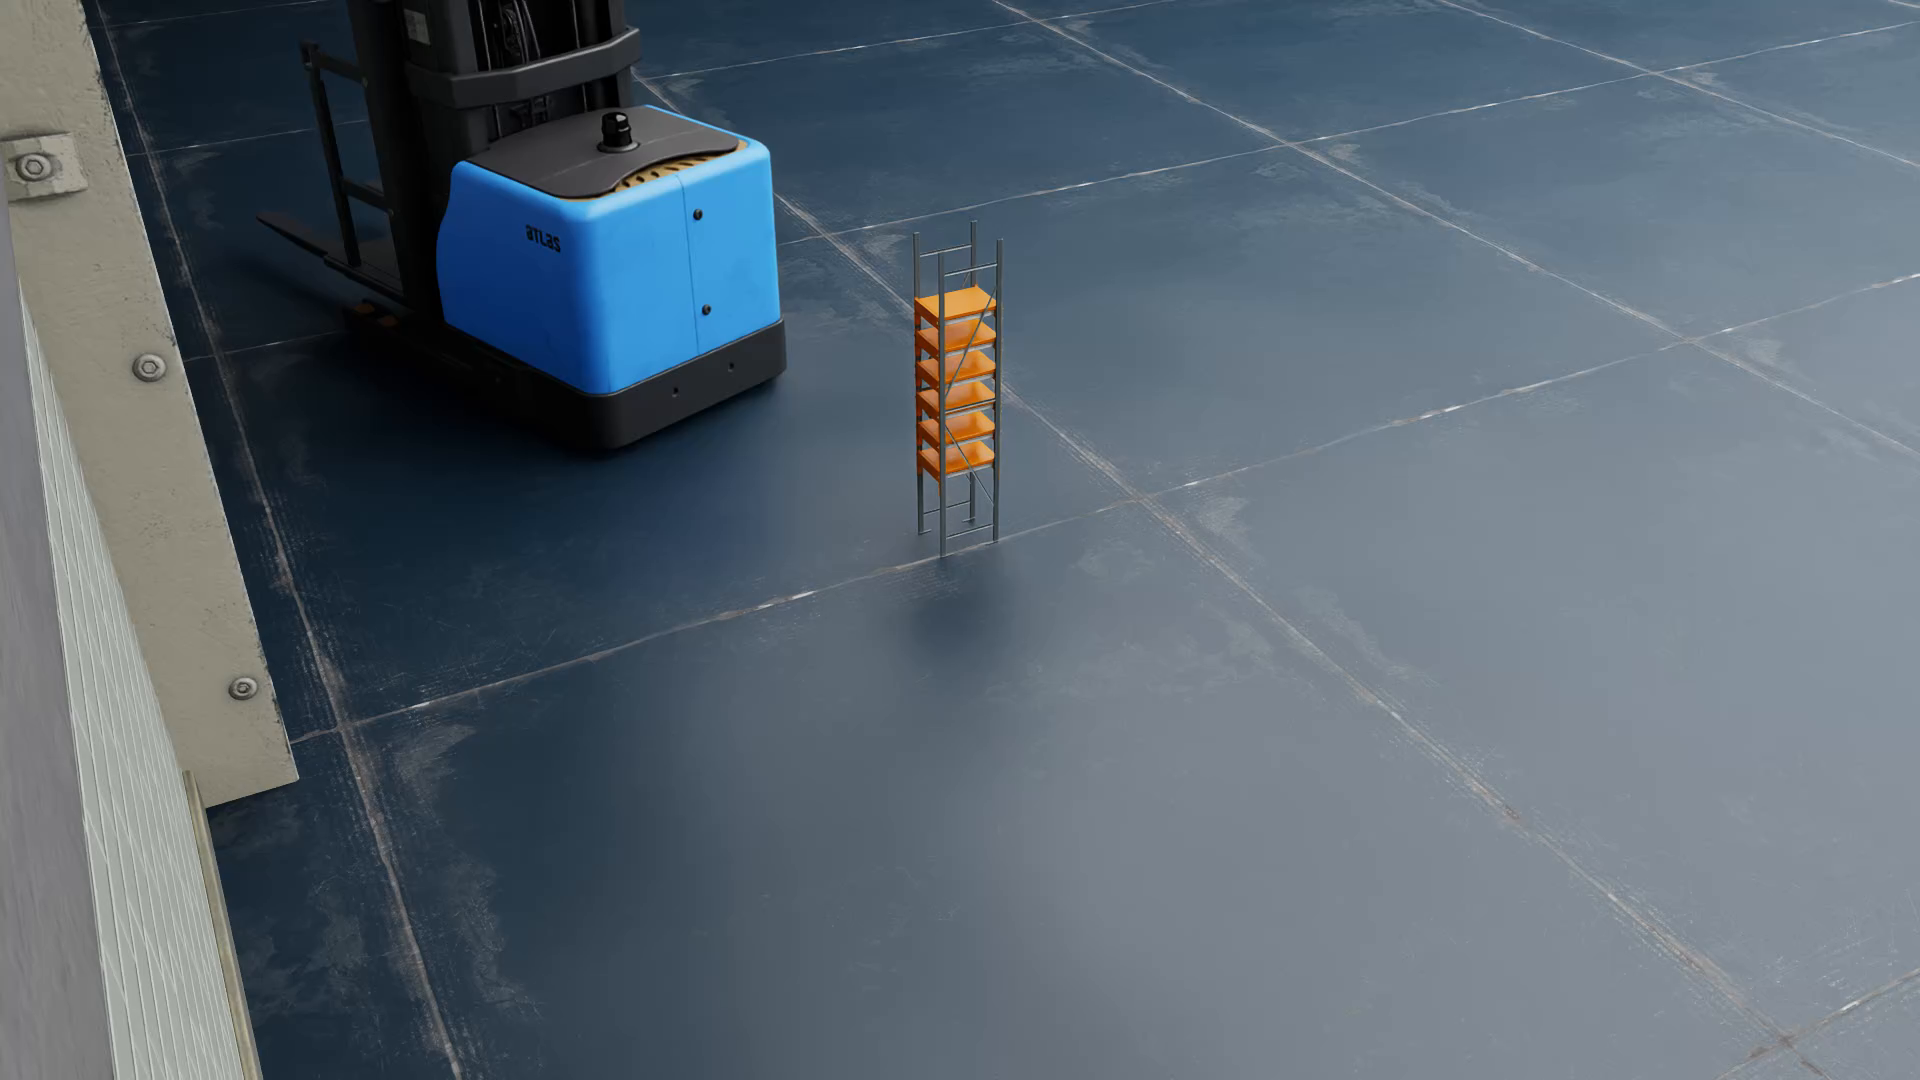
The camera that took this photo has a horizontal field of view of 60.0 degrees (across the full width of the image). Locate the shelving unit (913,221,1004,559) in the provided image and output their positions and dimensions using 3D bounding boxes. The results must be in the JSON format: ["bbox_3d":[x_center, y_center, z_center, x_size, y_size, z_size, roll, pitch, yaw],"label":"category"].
[{"bbox_3d":[-0.007,-0.512,5.892,0.258,1.200,0.189,-16,36,-23],"label":"shelving unit"}]

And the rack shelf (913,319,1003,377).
[{"bbox_3d":[-0.007,-0.677,5.787,0.258,0.103,0.180,-16,36,-23],"label":"rack shelf"}]

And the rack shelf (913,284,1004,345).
[{"bbox_3d":[-0.007,-0.778,5.722,0.258,0.103,0.180,-16,36,-23],"label":"rack shelf"}]

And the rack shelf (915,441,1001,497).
[{"bbox_3d":[-0.007,-0.273,6.046,0.258,0.103,0.180,-16,36,-23],"label":"rack shelf"}]

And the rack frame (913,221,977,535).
[{"bbox_3d":[-0.049,-0.556,5.960,0.240,1.200,0.006,-16,36,-23],"label":"rack frame"}]

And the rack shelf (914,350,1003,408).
[{"bbox_3d":[-0.007,-0.576,5.851,0.258,0.103,0.180,-16,36,-23],"label":"rack shelf"}]

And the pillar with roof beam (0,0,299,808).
[{"bbox_3d":[1.568,-4.197,4.414,9.100,9.000,0.400,-16,36,-23],"label":"pillar with roof beam"}]

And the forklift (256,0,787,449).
[{"bbox_3d":[-2.186,-2.267,7.026,3.031,2.935,1.130,26,41,34],"label":"forklift"}]

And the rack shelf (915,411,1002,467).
[{"bbox_3d":[-0.007,-0.374,5.981,0.258,0.103,0.180,-16,36,-23],"label":"rack shelf"}]

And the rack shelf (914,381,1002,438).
[{"bbox_3d":[-0.007,-0.475,5.916,0.258,0.103,0.180,-16,36,-23],"label":"rack shelf"}]

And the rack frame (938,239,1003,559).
[{"bbox_3d":[0.036,-0.468,5.824,0.240,1.200,0.006,-16,36,-23],"label":"rack frame"}]
